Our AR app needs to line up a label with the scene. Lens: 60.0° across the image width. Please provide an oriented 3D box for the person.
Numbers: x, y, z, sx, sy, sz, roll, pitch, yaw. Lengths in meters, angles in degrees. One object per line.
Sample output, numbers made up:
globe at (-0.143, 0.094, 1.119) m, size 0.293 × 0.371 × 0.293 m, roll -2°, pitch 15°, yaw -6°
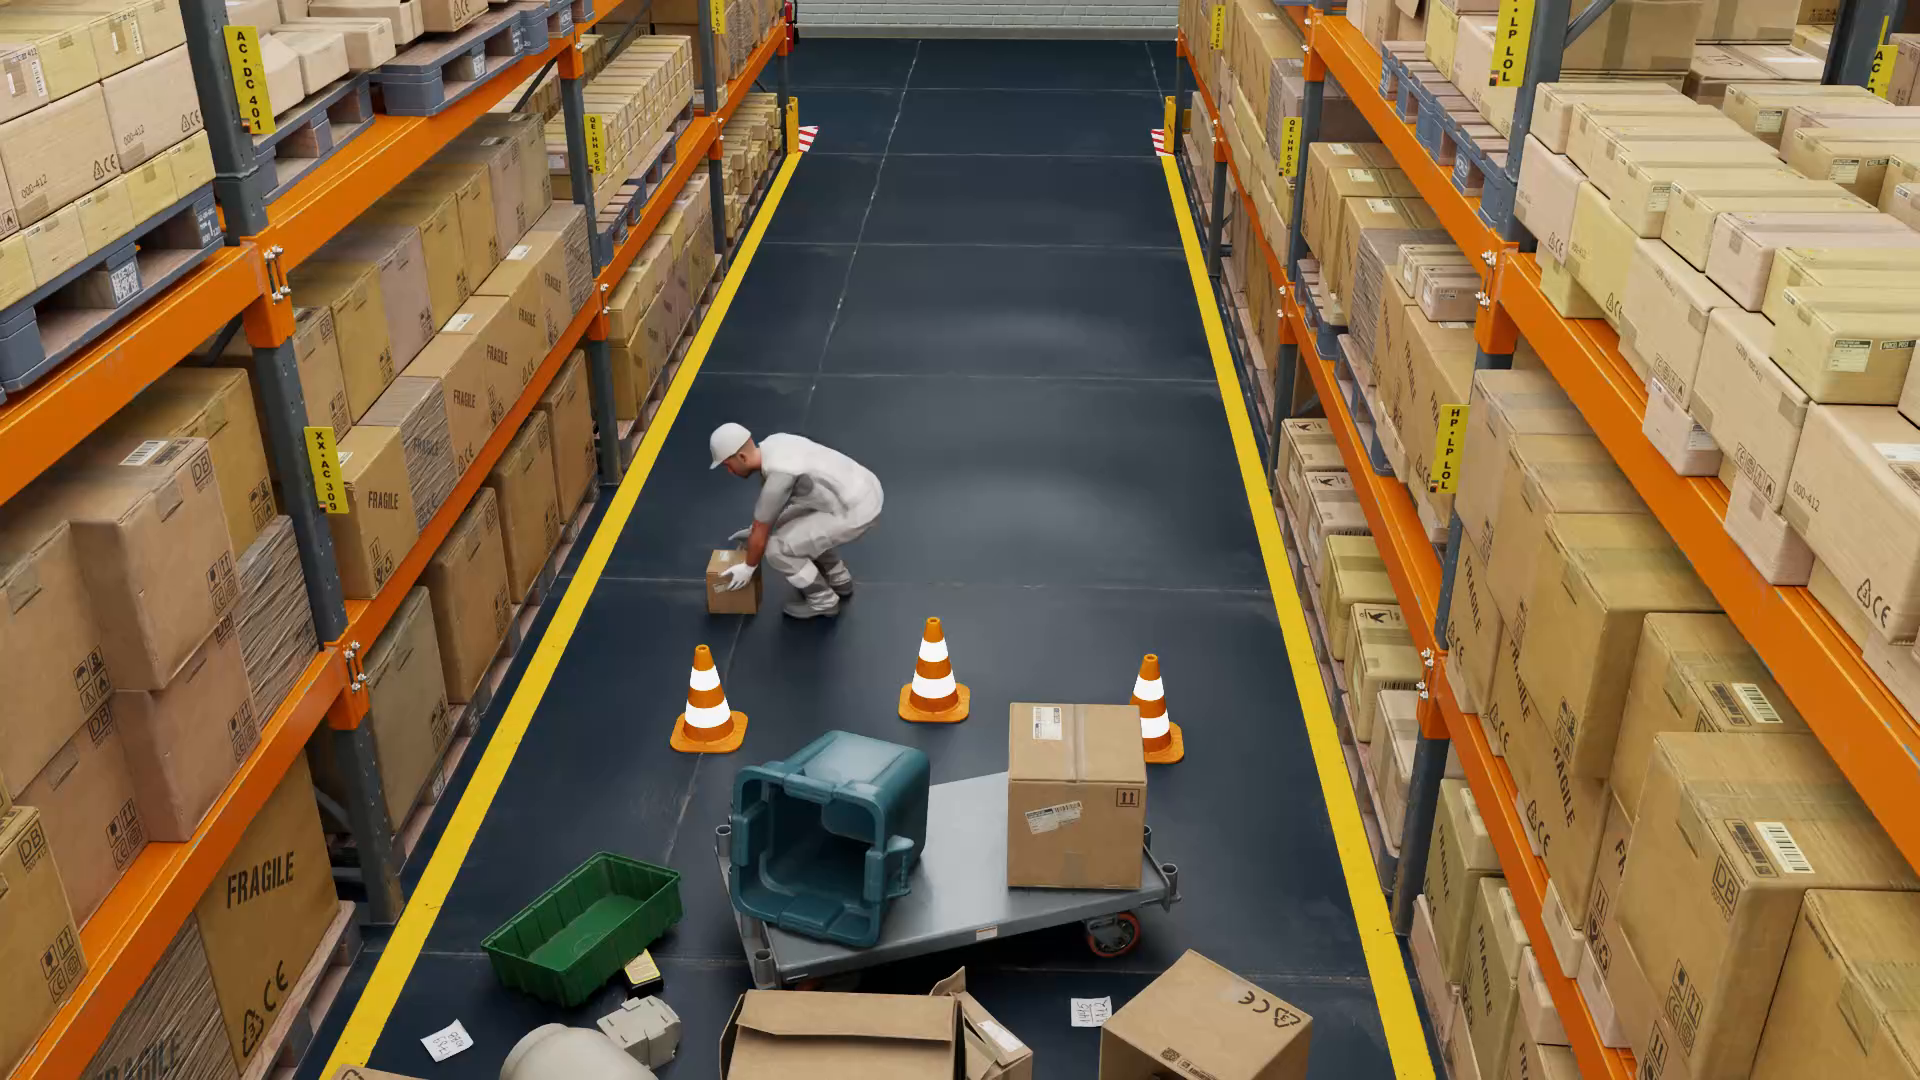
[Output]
person at (-0.830, -0.117, 8.599) m, size 0.870 × 1.065 × 0.578 m, roll 1°, pitch 28°, yaw 2°
